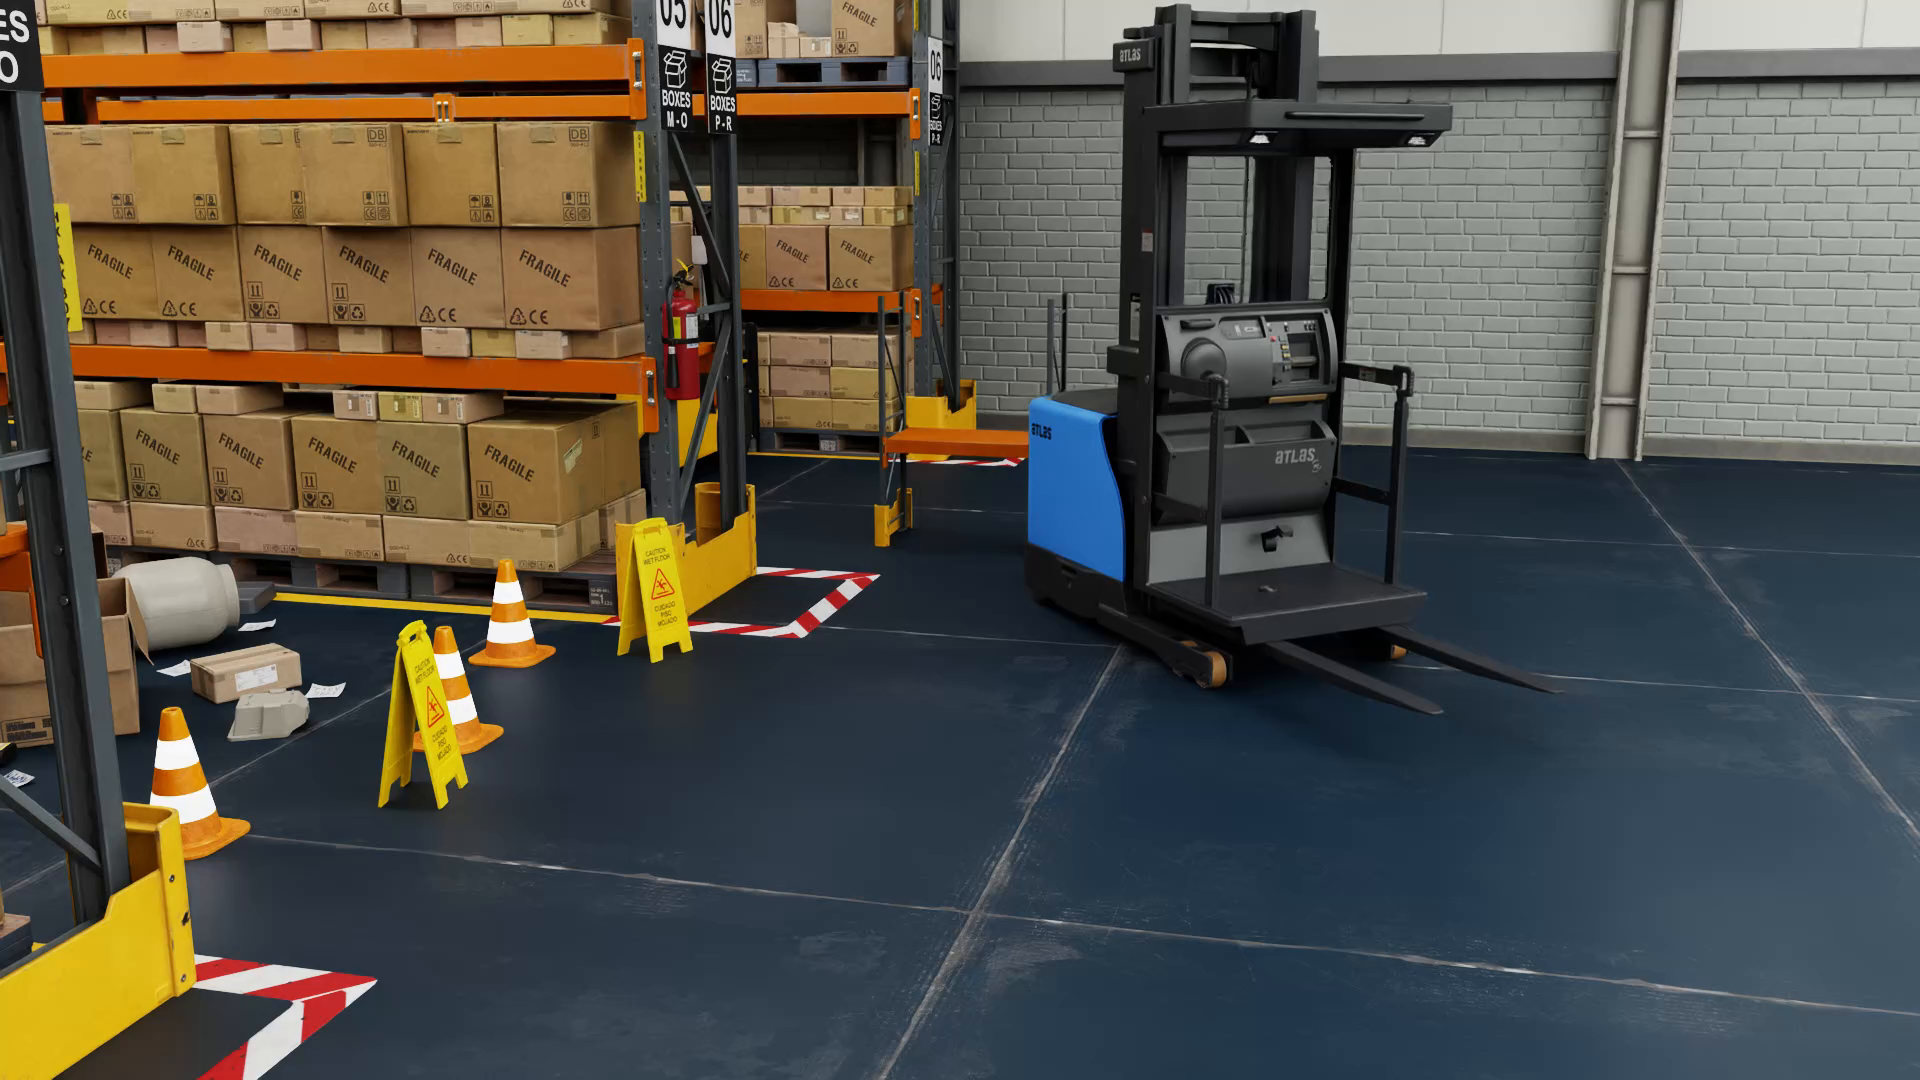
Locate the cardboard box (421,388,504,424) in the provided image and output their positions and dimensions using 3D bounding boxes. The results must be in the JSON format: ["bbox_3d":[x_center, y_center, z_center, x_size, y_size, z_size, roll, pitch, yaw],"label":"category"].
[{"bbox_3d":[-2.578,-0.705,8.635,0.250,0.149,0.380,3,13,15],"label":"cardboard box"}]

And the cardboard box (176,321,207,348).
[{"bbox_3d":[-3.999,-1.132,8.990,0.250,0.149,0.380,3,13,13],"label":"cardboard box"}]

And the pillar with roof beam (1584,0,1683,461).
[{"bbox_3d":[4.154,-4.150,8.161,0.400,9.000,9.100,3,13,14],"label":"pillar with roof beam"}]

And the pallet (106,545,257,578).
[{"bbox_3d":[-4.588,0.013,9.686,1.213,0.211,1.003,3,13,14],"label":"pallet"}]

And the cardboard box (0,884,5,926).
[{"bbox_3d":[-3.127,0.689,4.137,0.875,0.875,0.875,3,13,14],"label":"cardboard box"}]

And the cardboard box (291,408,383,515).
[{"bbox_3d":[-3.201,-0.437,8.927,0.500,0.500,0.500,3,13,12],"label":"cardboard box"}]

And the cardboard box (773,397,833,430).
[{"bbox_3d":[-1.192,-1.060,13.465,0.500,0.250,0.500,3,13,14],"label":"cardboard box"}]

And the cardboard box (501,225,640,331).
[{"bbox_3d":[-1.958,-1.332,8.395,0.500,0.500,0.500,3,13,13],"label":"cardboard box"}]

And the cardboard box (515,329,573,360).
[{"bbox_3d":[-2.052,-1.009,8.438,0.250,0.149,0.380,3,13,13],"label":"cardboard box"}]

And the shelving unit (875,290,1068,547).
[{"bbox_3d":[0.074,-0.728,10.053,1.083,1.500,0.587,3,13,14],"label":"shelving unit"}]

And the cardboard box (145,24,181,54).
[{"bbox_3d":[-4.007,-2.597,8.668,0.250,0.149,0.380,3,13,12],"label":"cardboard box"}]

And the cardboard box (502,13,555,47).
[{"bbox_3d":[-2.028,-2.475,8.120,0.250,0.149,0.380,3,13,14],"label":"cardboard box"}]

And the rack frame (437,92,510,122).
[{"bbox_3d":[-4.063,-2.419,14.213,0.127,3.000,1.000,3,13,14],"label":"rack frame"}]

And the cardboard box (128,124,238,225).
[{"bbox_3d":[-3.902,-1.926,8.764,0.500,0.500,0.700,3,13,12],"label":"cardboard box"}]

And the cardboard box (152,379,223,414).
[{"bbox_3d":[-4.134,-0.788,9.010,0.250,0.149,0.380,4,13,16],"label":"cardboard box"}]

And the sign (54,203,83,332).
[{"bbox_3d":[-2.314,-0.699,4.279,0.005,0.325,0.100,3,13,14],"label":"sign"}]

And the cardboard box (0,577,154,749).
[{"bbox_3d":[-3.677,0.492,6.853,0.637,0.503,0.797,-6,14,-25],"label":"cardboard box"}]

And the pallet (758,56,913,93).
[{"bbox_3d":[-0.860,-3.675,13.152,1.213,0.211,1.003,3,13,14],"label":"pallet"}]

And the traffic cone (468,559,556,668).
[{"bbox_3d":[-2.092,0.320,7.724,0.334,0.463,0.336,3,13,14],"label":"traffic cone"}]

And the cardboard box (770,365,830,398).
[{"bbox_3d":[-1.211,-1.306,13.421,0.500,0.250,0.500,3,13,13],"label":"cardboard box"}]

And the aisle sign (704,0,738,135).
[{"bbox_3d":[-1.231,-2.499,8.570,0.004,0.787,0.394,3,13,14],"label":"aisle sign"}]

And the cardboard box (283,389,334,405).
[{"bbox_3d":[-3.620,-0.578,9.559,0.500,0.500,0.500,4,13,17],"label":"cardboard box"}]

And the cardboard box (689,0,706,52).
[{"bbox_3d":[-2.197,-4.065,13.265,0.637,0.503,0.797,3,13,15],"label":"cardboard box"}]

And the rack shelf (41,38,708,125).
[{"bbox_3d":[-3.307,-2.385,8.793,4.000,0.370,1.077,3,13,14],"label":"rack shelf"}]

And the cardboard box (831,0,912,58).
[{"bbox_3d":[-0.668,-3.950,12.758,0.500,0.500,0.500,3,13,15],"label":"cardboard box"}]

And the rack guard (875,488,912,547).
[{"bbox_3d":[-0.409,-0.144,10.305,0.087,0.250,0.587,3,13,14],"label":"rack guard"}]

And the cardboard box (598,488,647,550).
[{"bbox_3d":[-2.082,-0.130,9.275,0.500,0.250,0.500,3,13,13],"label":"cardboard box"}]

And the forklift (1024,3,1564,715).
[{"bbox_3d":[1.429,-0.886,7.461,1.130,2.935,3.031,-6,14,-25],"label":"forklift"}]

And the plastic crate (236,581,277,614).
[{"bbox_3d":[-3.921,0.304,8.679,0.583,0.080,0.402,-1,13,-6],"label":"plastic crate"}]

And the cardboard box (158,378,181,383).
[{"bbox_3d":[-6.708,-1.605,15.056,0.625,0.625,0.875,3,13,15],"label":"cardboard box"}]

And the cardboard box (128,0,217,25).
[{"bbox_3d":[-3.901,-2.778,8.563,0.500,0.250,0.500,3,13,14],"label":"cardboard box"}]

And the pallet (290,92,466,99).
[{"bbox_3d":[-4.923,-3.833,14.103,1.217,0.209,0.805,3,13,11],"label":"pallet"}]

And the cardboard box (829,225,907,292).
[{"bbox_3d":[-0.720,-2.231,13.133,0.500,0.500,0.500,3,13,12],"label":"cardboard box"}]

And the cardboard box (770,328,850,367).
[{"bbox_3d":[-1.199,-1.546,13.347,0.500,0.250,0.500,3,13,15],"label":"cardboard box"}]

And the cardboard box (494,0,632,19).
[{"bbox_3d":[-1.927,-2.674,8.095,0.500,0.250,0.500,3,13,13],"label":"cardboard box"}]

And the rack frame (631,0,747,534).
[{"bbox_3d":[-1.365,-1.168,8.572,0.127,3.000,1.000,3,13,14],"label":"rack frame"}]

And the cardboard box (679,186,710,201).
[{"bbox_3d":[-2.069,-2.775,13.401,0.250,0.149,0.380,3,13,14],"label":"cardboard box"}]

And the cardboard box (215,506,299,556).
[{"bbox_3d":[-3.704,-0.098,9.130,0.500,0.250,0.500,3,13,13],"label":"cardboard box"}]

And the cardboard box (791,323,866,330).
[{"bbox_3d":[-1.087,-1.652,13.827,0.500,0.250,0.500,3,13,14],"label":"cardboard box"}]

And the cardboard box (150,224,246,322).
[{"bbox_3d":[-3.911,-1.438,8.872,0.500,0.500,0.500,3,13,13],"label":"cardboard box"}]

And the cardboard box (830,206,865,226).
[{"bbox_3d":[-0.839,-2.543,13.043,0.250,0.149,0.380,3,13,14],"label":"cardboard box"}]

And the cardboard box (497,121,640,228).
[{"bbox_3d":[-1.914,-1.831,8.333,0.500,0.500,0.700,3,13,12],"label":"cardboard box"}]

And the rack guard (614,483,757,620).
[{"bbox_3d":[-1.439,0.049,8.860,0.348,0.500,1.175,3,13,14],"label":"rack guard"}]

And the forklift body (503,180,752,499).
[{"bbox_3d":[-2.458,-1.512,12.084,1.214,2.155,2.313,3,13,14],"label":"forklift body"}]

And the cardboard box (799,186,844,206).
[{"bbox_3d":[-1.085,-2.711,13.112,0.250,0.149,0.380,3,13,15],"label":"cardboard box"}]

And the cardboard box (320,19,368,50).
[{"bbox_3d":[-3.015,-2.542,8.418,0.250,0.149,0.380,3,13,12],"label":"cardboard box"}]

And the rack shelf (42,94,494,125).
[{"bbox_3d":[-6.005,-3.636,14.434,4.000,0.370,1.077,3,13,14],"label":"rack shelf"}]

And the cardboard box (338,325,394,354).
[{"bbox_3d":[-3.038,-1.071,8.717,0.250,0.149,0.380,3,13,13],"label":"cardboard box"}]

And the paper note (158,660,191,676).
[{"bbox_3d":[-3.549,0.581,7.570,0.142,0.019,0.148,8,15,33],"label":"paper note"}]
